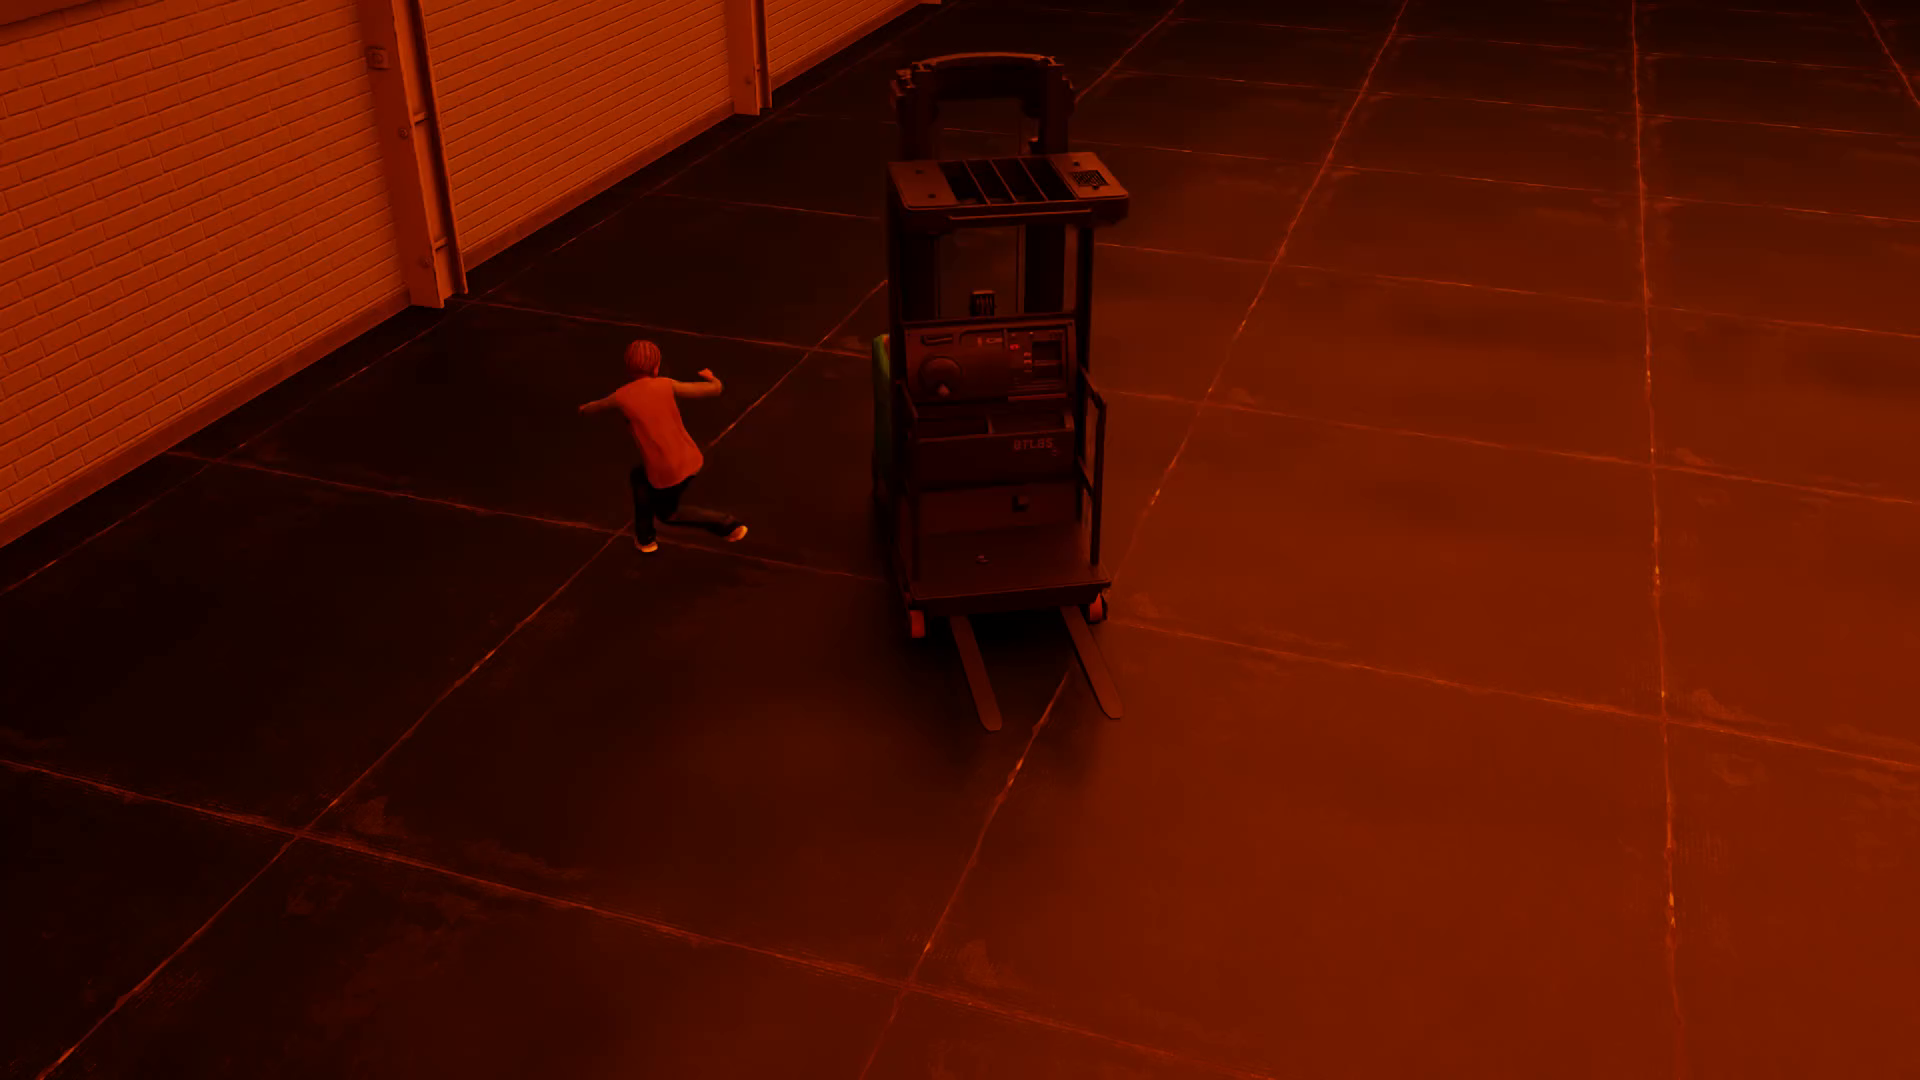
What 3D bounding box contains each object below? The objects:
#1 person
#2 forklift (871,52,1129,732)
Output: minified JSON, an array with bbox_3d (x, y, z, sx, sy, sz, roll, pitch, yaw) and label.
[{"bbox_3d":[-1.729,-0.568,9.759,1.037,1.366,0.727,21,36,33],"label":"person"},{"bbox_3d":[0.205,-0.923,8.756,1.130,2.935,3.031,-5,30,-9],"label":"forklift"}]
